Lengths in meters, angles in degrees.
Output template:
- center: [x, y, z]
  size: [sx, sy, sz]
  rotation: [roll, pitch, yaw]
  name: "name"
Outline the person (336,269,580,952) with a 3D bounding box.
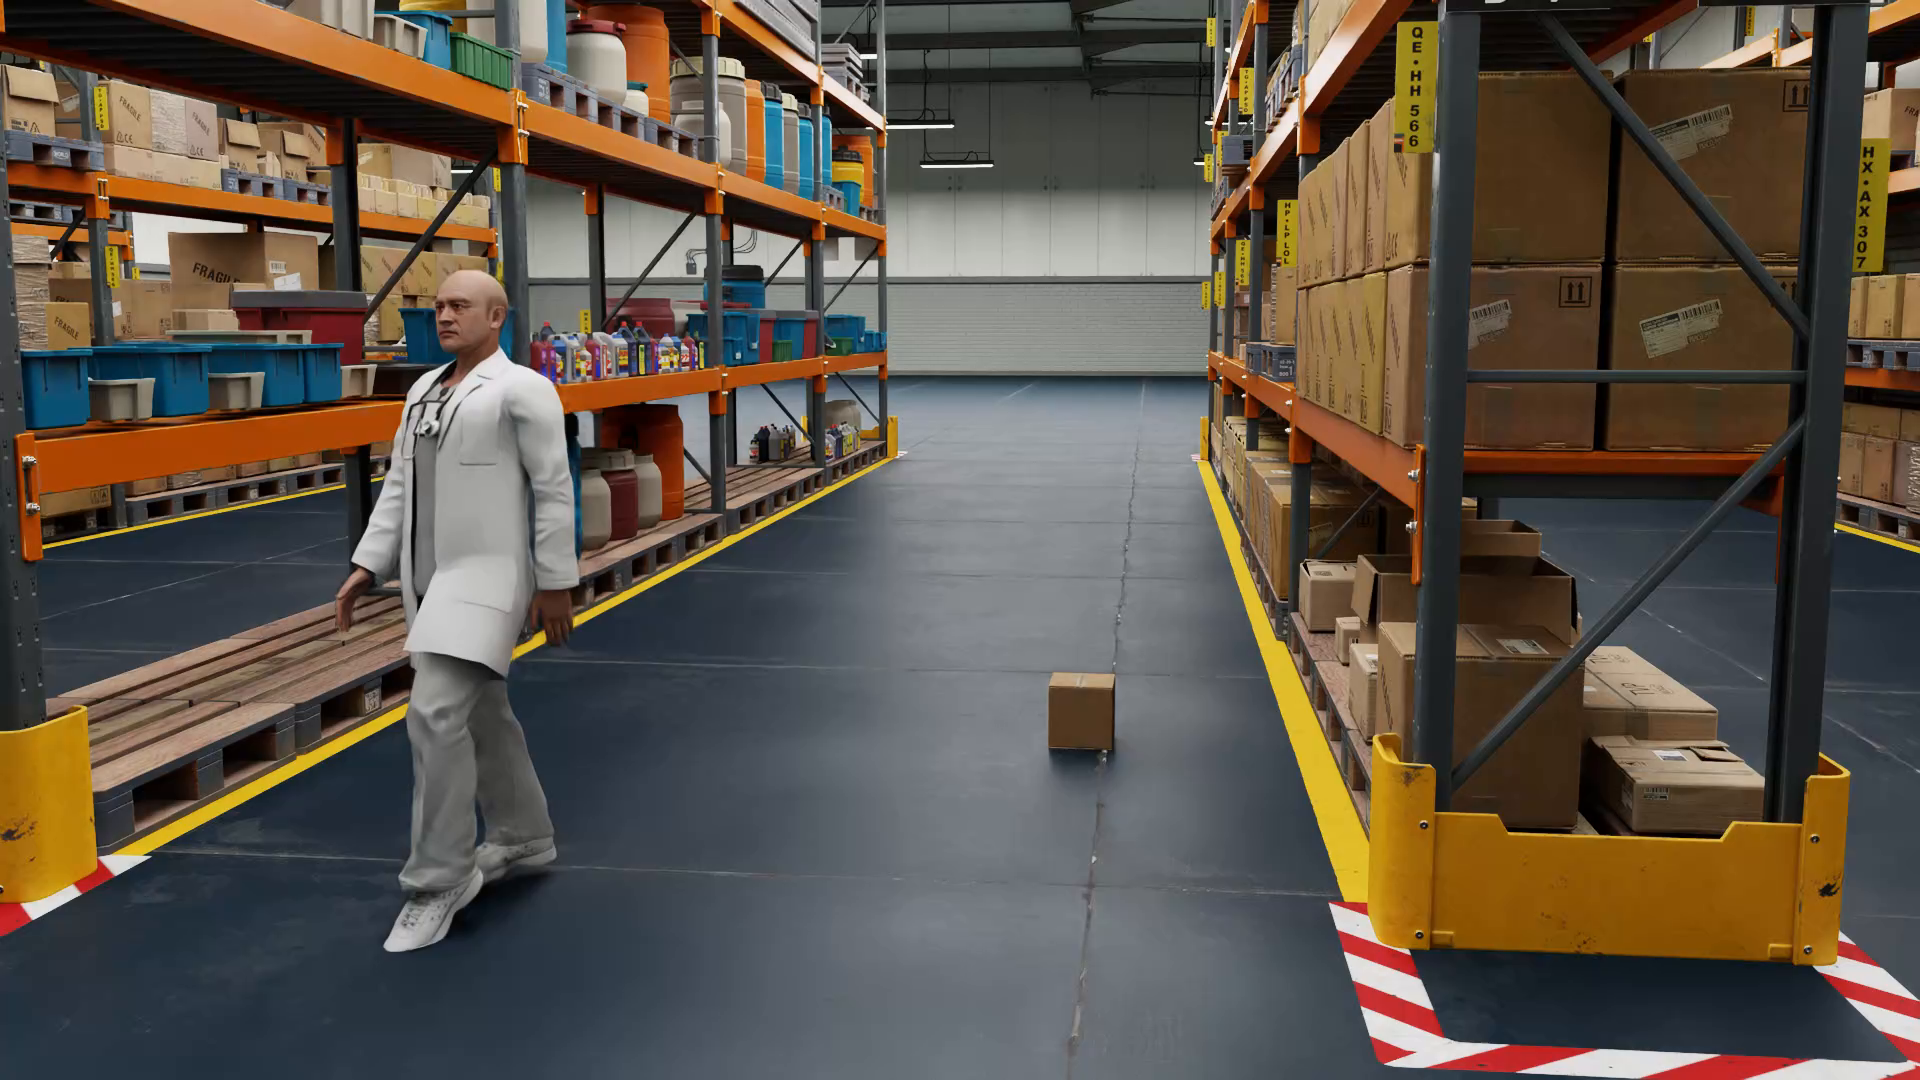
- center: [-1.427, 0.175, 4.637]
  size: [0.573, 1.842, 0.709]
  rotation: [6, 9, 37]
  name: "person"
